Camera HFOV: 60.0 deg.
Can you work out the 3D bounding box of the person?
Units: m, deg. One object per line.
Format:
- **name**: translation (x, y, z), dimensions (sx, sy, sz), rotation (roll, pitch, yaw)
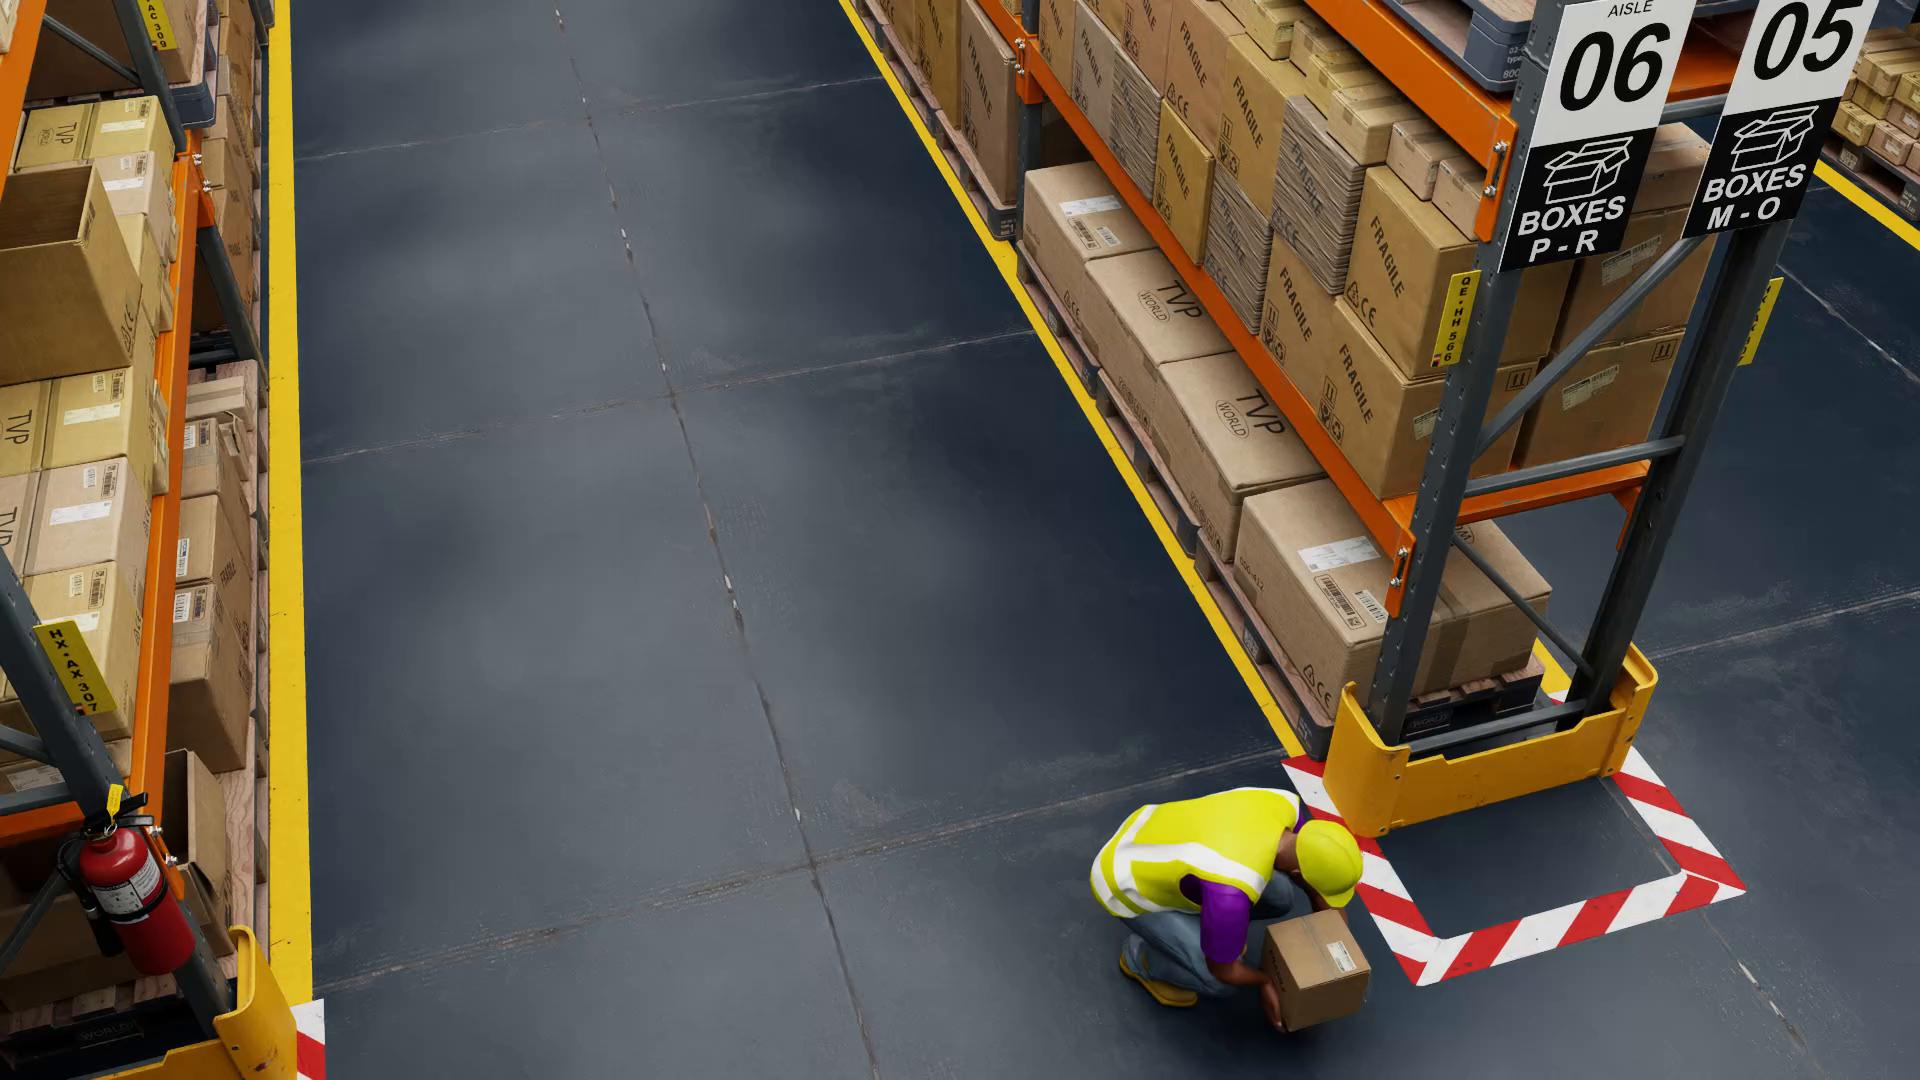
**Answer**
- **person**: translation (0.912, 1.166, 5.456), dimensions (0.958, 0.959, 0.574), rotation (25, 48, 26)
